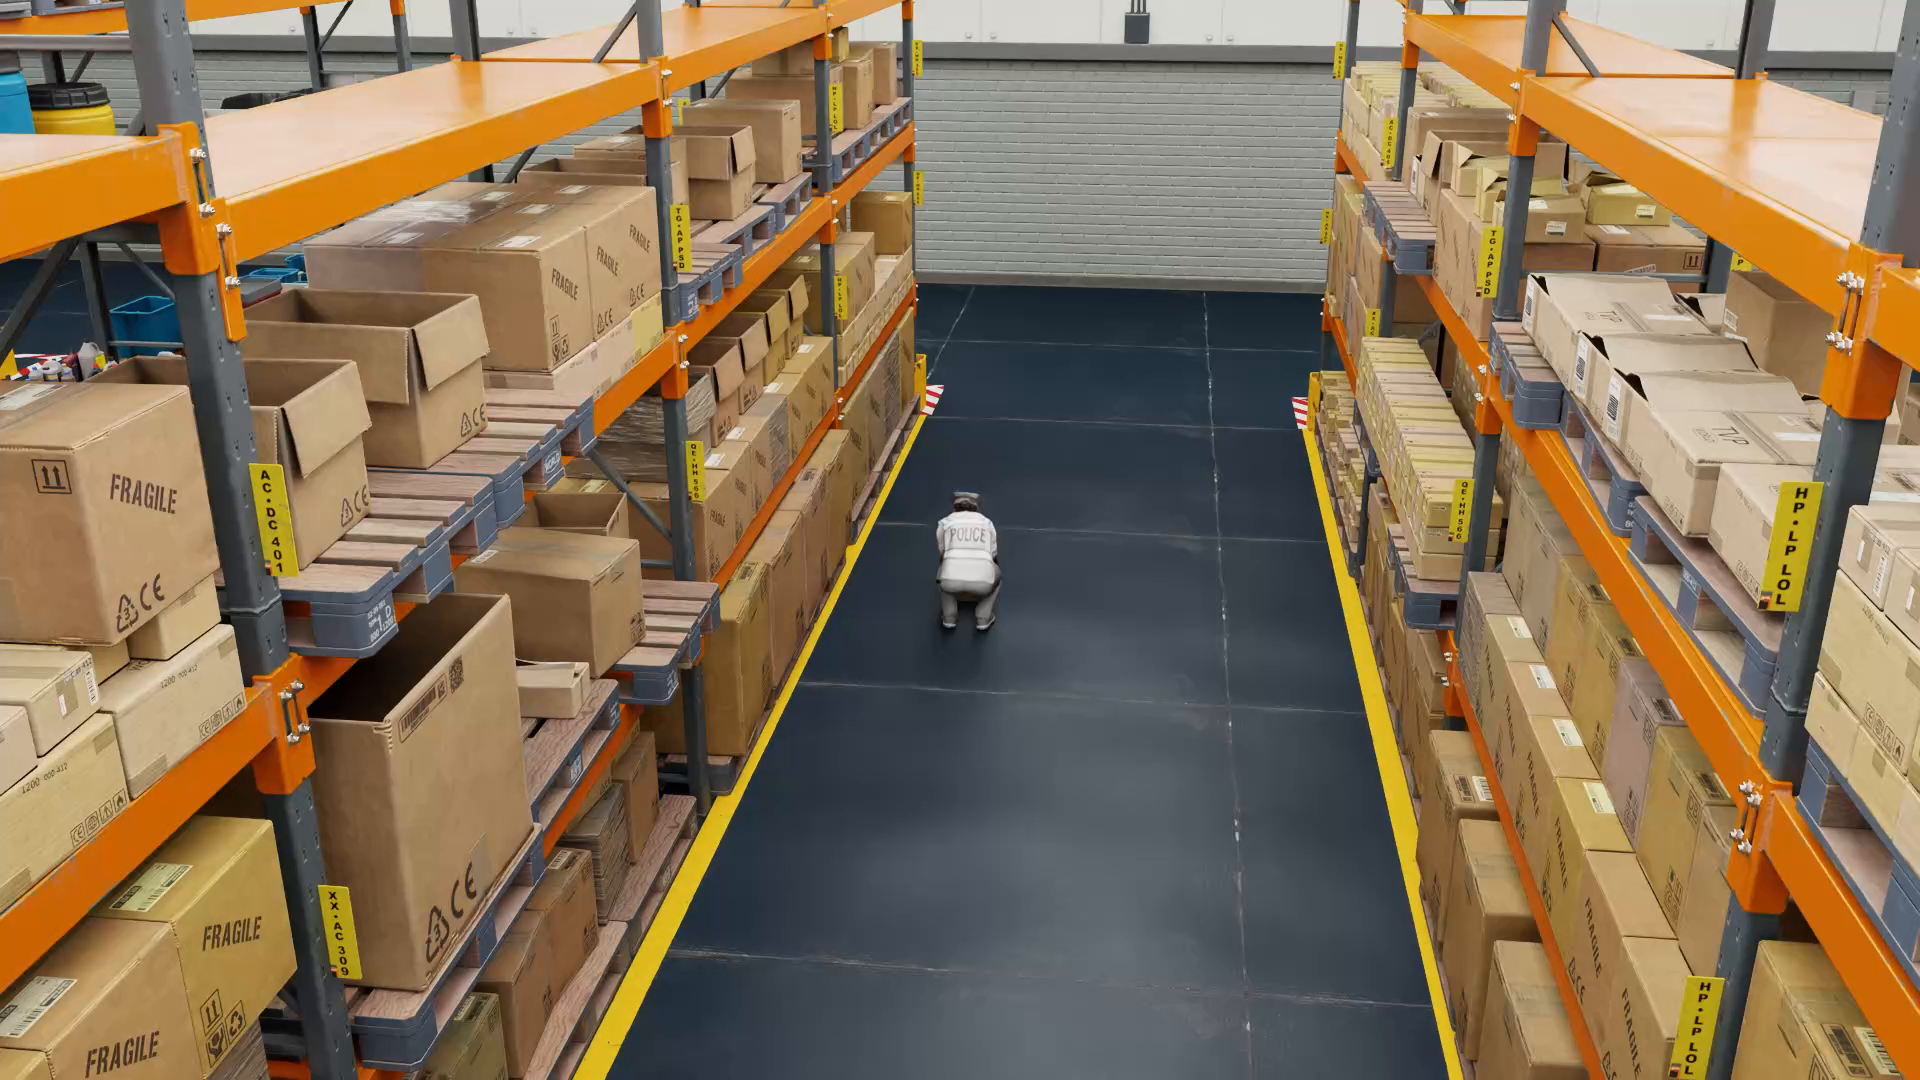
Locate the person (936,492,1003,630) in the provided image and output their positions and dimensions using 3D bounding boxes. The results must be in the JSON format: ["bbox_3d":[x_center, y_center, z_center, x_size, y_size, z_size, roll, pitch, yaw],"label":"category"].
[{"bbox_3d":[0.063,0.145,11.854,0.479,0.846,0.868,3,21,6],"label":"person"}]
